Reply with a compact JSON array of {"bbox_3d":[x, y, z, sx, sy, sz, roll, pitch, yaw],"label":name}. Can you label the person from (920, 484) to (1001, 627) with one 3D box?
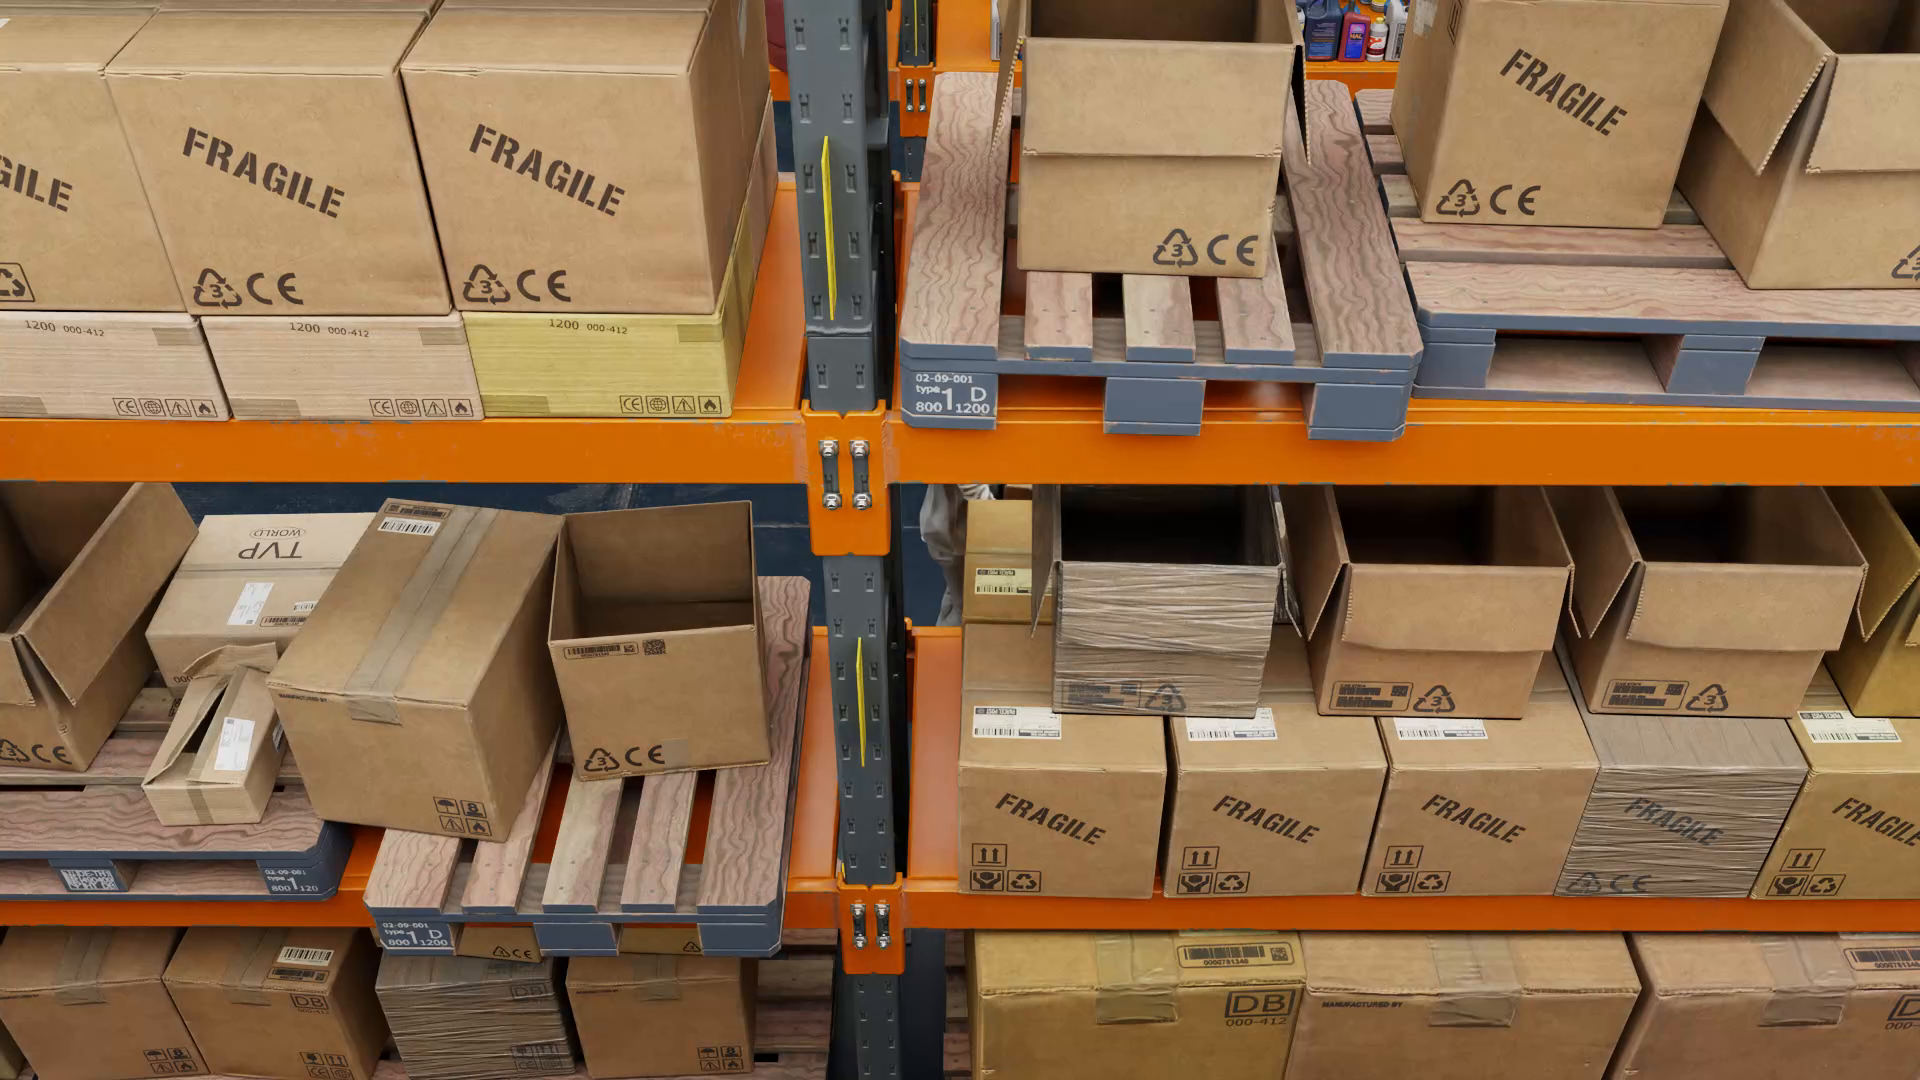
[{"bbox_3d":[0.097,-0.037,6.212,0.494,1.593,0.404,1,40,1],"label":"person"}]
